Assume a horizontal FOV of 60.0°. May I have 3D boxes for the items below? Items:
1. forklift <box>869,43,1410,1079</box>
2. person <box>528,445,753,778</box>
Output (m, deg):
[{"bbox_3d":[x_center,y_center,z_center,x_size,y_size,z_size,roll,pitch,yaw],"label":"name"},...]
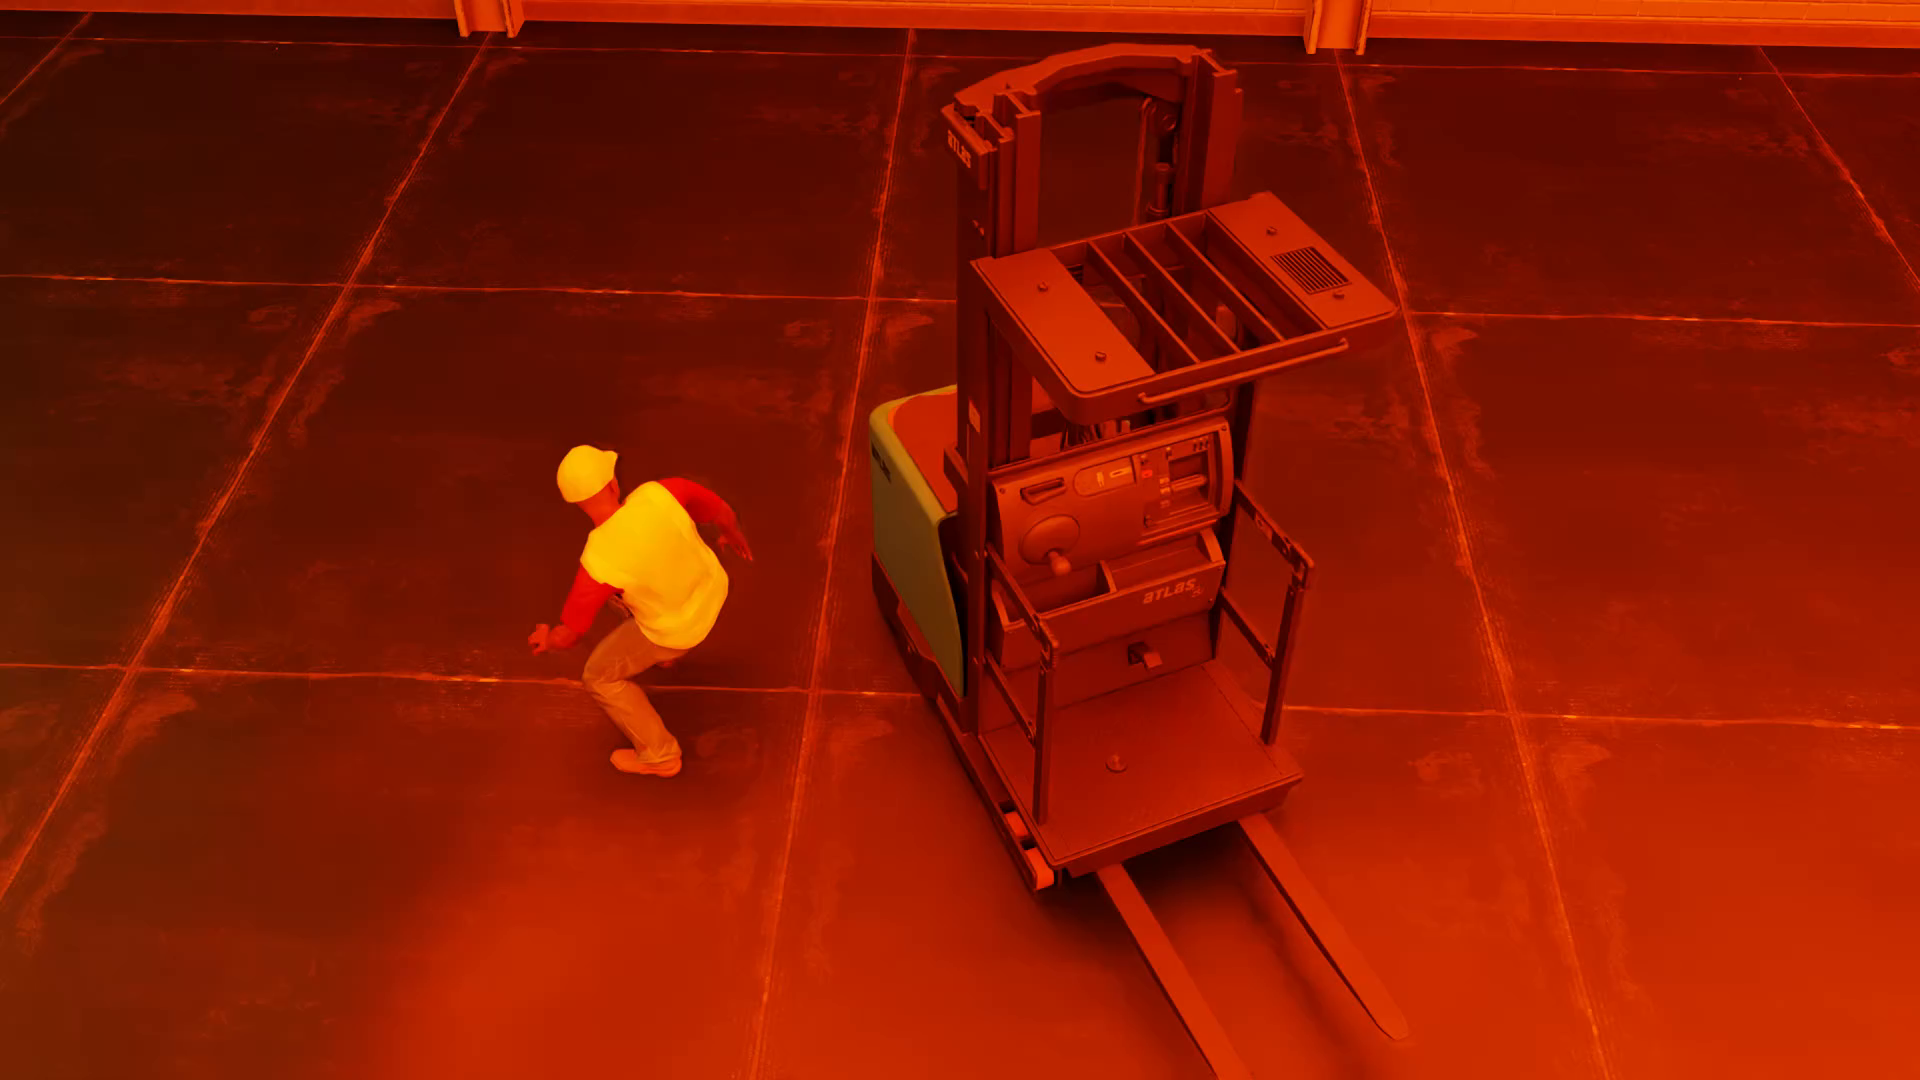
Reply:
[{"bbox_3d":[0.647,-0.064,5.812,1.130,2.935,3.031,-16,45,-17],"label":"forklift"},{"bbox_3d":[-1.295,0.189,6.612,0.705,1.527,0.832,16,45,17],"label":"person"}]
